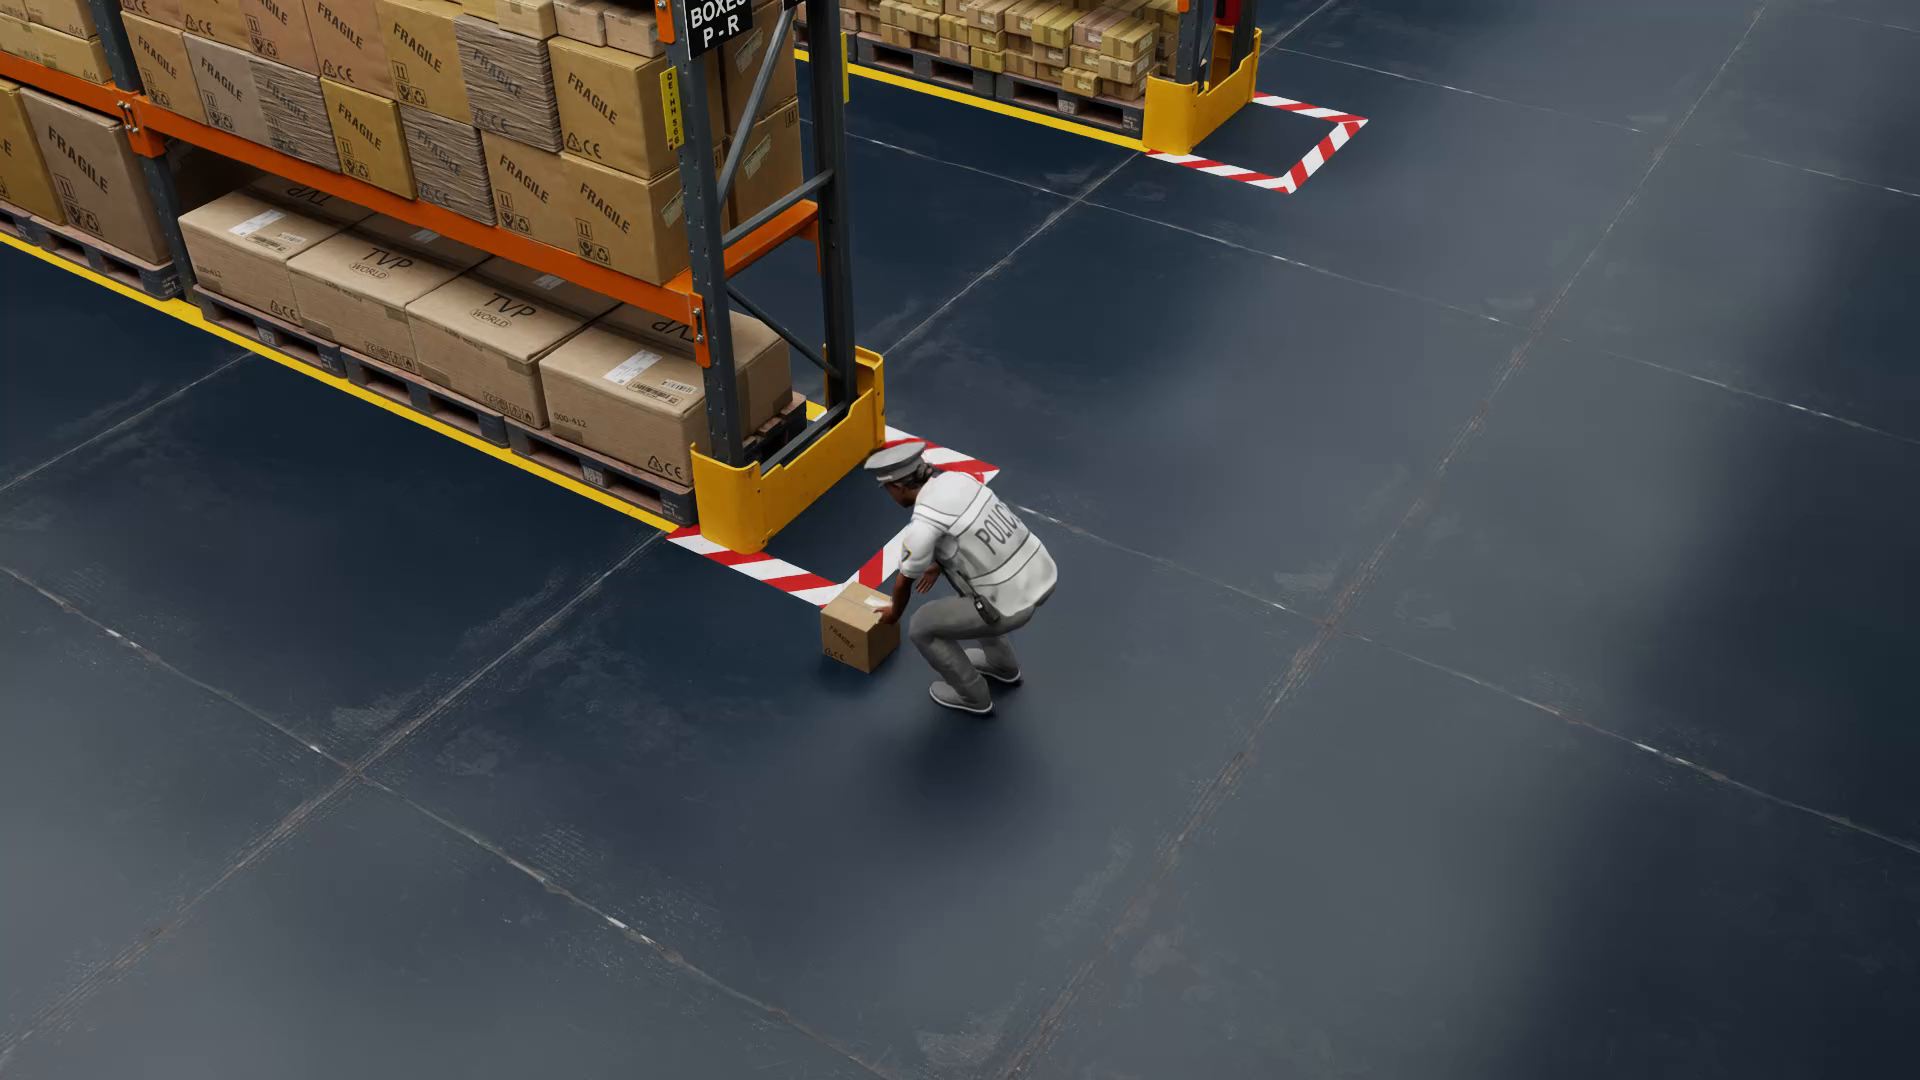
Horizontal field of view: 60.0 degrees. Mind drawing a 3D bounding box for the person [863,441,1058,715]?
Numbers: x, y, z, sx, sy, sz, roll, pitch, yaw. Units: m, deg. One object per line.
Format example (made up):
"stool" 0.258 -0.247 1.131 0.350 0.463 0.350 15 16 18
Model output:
"person" -0.019 0.166 6.856 0.786 1.189 0.500 22 43 25
